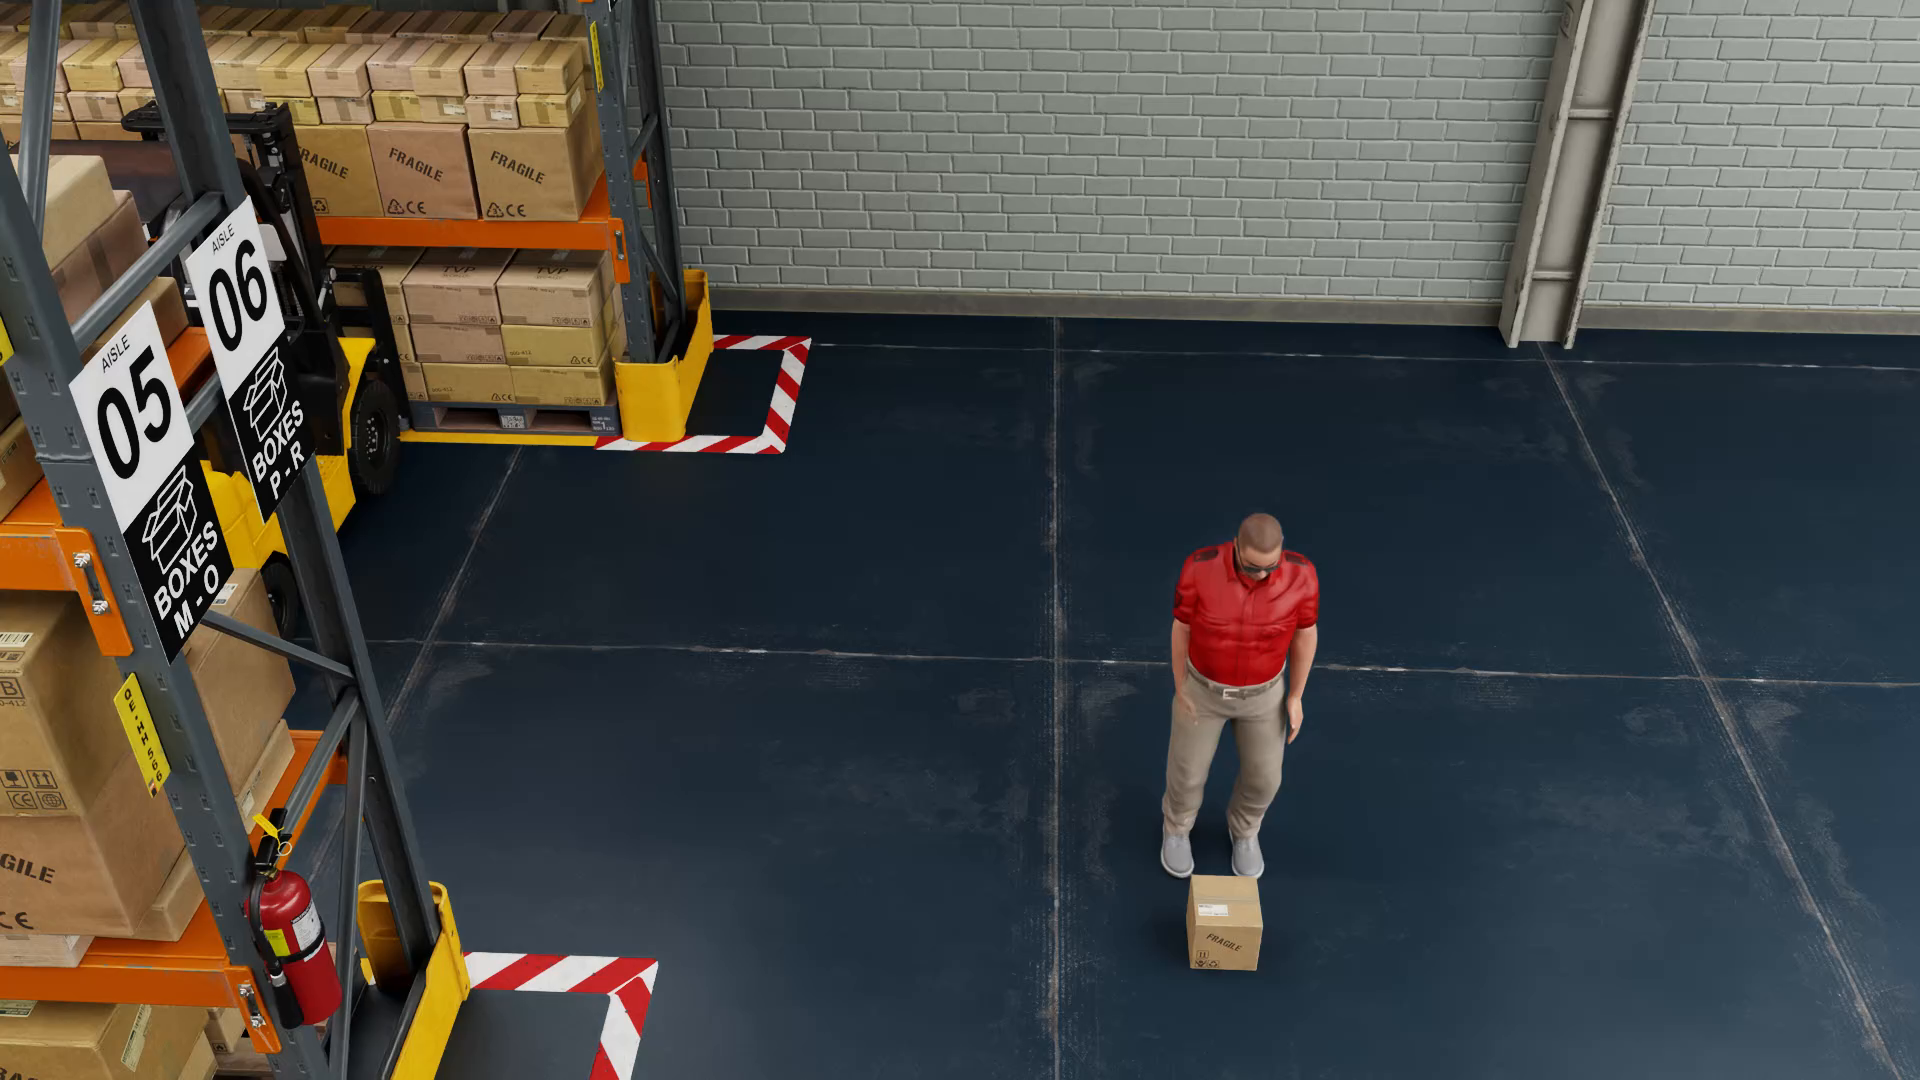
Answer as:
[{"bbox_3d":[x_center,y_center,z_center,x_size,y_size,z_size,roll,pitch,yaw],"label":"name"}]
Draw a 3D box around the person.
[{"bbox_3d":[1.058,0.580,6.347,0.544,1.703,0.376,2,36,3],"label":"person"}]
